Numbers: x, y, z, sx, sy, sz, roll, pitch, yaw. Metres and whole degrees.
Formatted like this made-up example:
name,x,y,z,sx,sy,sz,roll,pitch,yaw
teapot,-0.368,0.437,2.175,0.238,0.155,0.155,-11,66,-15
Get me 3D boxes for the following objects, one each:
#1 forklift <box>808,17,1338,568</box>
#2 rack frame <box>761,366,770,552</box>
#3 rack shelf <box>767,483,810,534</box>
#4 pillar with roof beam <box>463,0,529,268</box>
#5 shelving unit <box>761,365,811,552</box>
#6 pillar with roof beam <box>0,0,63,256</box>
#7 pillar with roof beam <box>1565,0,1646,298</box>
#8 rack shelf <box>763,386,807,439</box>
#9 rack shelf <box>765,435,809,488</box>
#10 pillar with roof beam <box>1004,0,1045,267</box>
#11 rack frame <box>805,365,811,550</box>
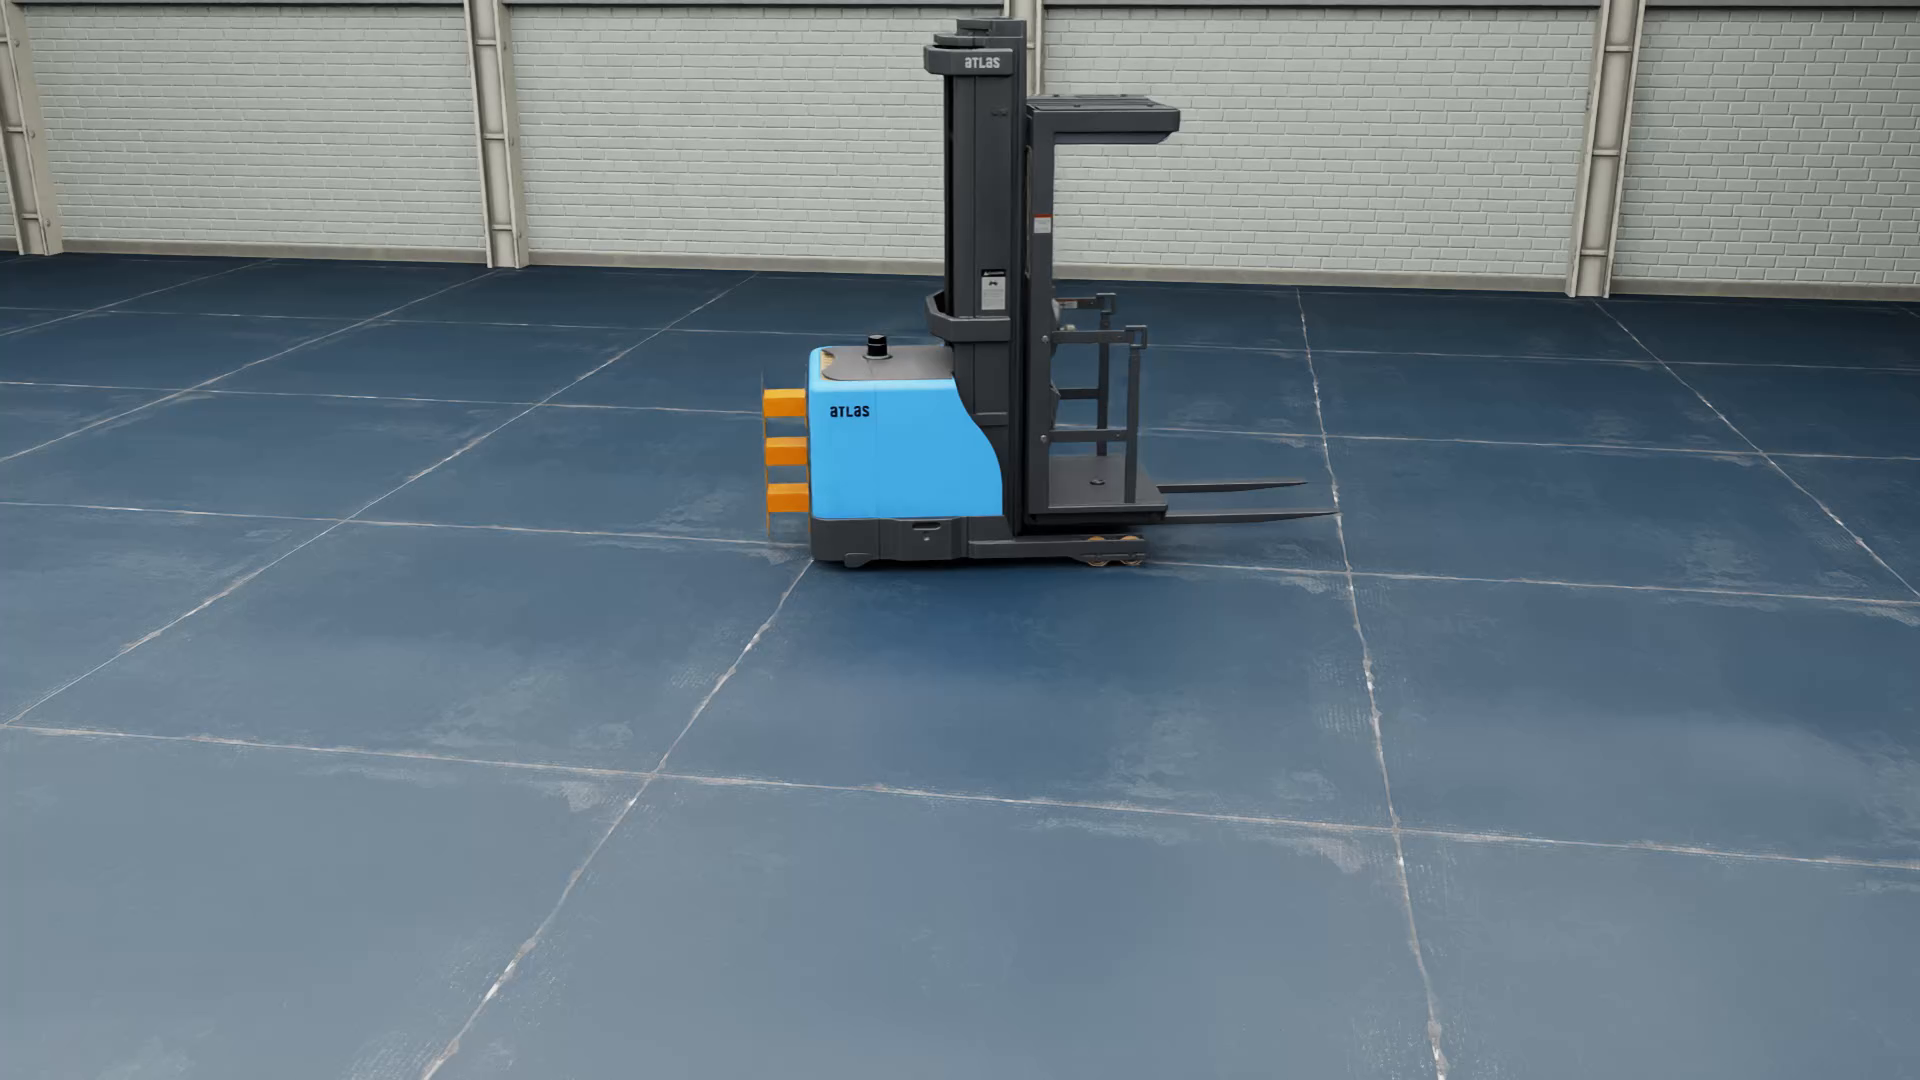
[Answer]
name,x,y,z,sx,sy,sz,roll,pitch,yaw
forklift,0.645,-1.406,9.387,3.031,2.935,1.130,-1,19,-4
rack frame,-1.114,-0.463,9.532,0.008,1.050,0.200,-1,19,-4
rack shelf,-0.993,-0.192,9.632,0.240,0.259,0.215,-1,19,-4
pillar with roof beam,-5.927,-6.107,13.874,0.400,9.000,9.100,3,19,9
shelving unit,-0.993,-0.466,9.541,0.252,1.050,0.215,-1,19,-4
pillar with roof beam,-11.851,-6.409,14.776,0.400,9.000,9.100,3,19,9
pillar with roof beam,5.921,-5.503,12.069,0.400,9.000,9.100,3,19,9
rack shelf,-0.993,-0.725,9.454,0.240,0.259,0.215,-1,19,-4
rack shelf,-0.993,-0.456,9.544,0.240,0.259,0.215,-1,19,-4
pillar with roof beam,-0.003,-5.805,12.971,0.400,9.000,9.100,3,19,9
rack frame,-0.871,-0.469,9.550,0.008,1.050,0.200,-1,19,-4
